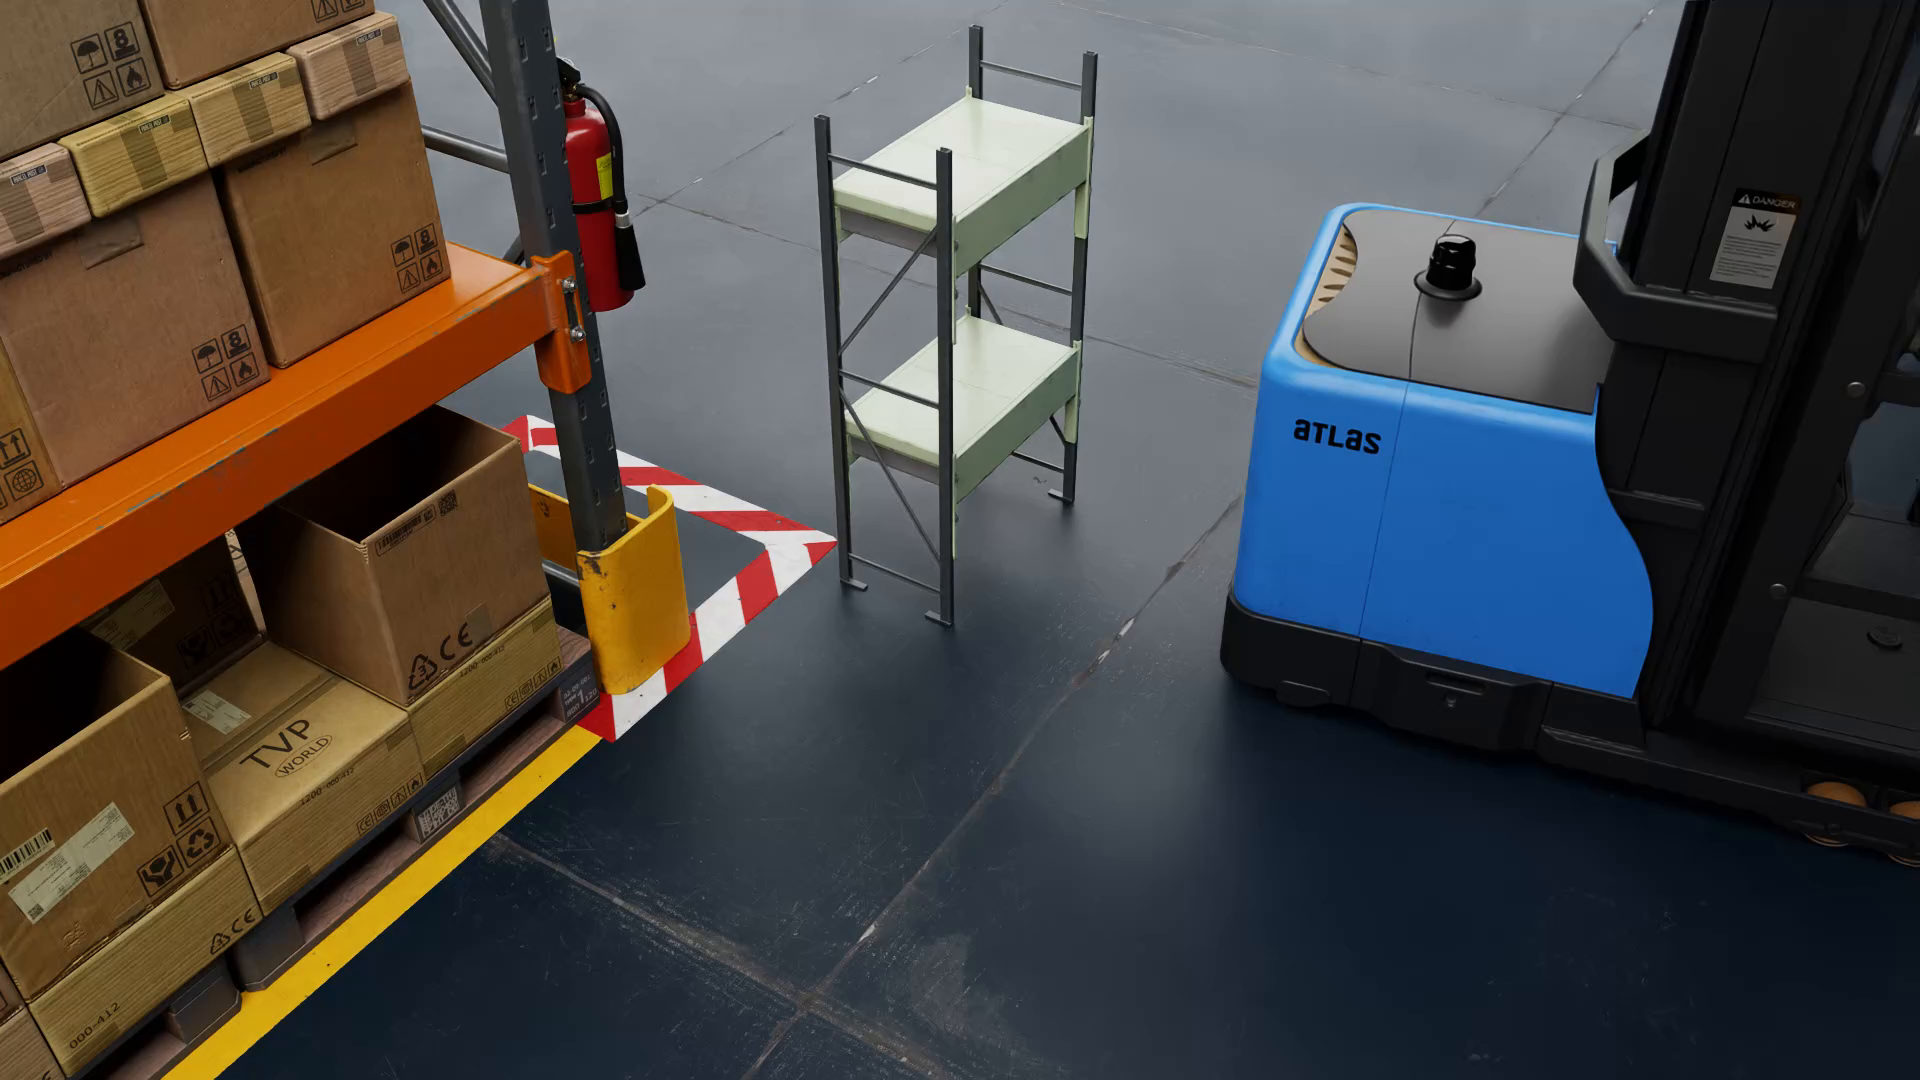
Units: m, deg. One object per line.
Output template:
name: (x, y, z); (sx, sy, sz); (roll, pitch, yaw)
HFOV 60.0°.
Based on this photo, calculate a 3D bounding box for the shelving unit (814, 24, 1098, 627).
shelving unit: (0.004, -0.597, 4.797); (0.431, 1.500, 0.755); (21, 42, 25)

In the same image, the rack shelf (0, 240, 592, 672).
rack shelf: (-2.435, 0.313, 2.976); (1.077, 0.370, 4.000); (21, 42, 25)

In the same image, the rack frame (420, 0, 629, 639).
rack frame: (-1.363, -1.003, 4.094); (1.000, 3.000, 0.127); (21, 42, 25)

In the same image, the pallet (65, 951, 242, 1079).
pallet: (-2.392, 1.136, 3.604); (1.003, 0.211, 1.213); (21, 42, 25)

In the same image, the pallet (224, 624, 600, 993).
pallet: (-1.737, 0.509, 4.416); (1.003, 0.211, 1.213); (21, 42, 25)

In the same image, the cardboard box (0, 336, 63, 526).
cardboard box: (-2.172, -0.280, 3.074); (0.700, 0.500, 0.500); (21, 43, 25)

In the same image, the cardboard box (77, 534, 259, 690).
cardboard box: (-2.104, 0.085, 3.977); (0.500, 0.500, 0.500); (21, 42, 25)

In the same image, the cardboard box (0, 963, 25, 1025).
cardboard box: (-2.191, 0.774, 3.083); (0.500, 0.500, 0.500); (21, 42, 25)

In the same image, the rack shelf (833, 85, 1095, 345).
rack shelf: (0.004, -0.907, 4.558); (0.431, 0.370, 0.720); (21, 42, 25)

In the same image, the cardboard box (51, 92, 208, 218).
cardboard box: (-1.683, -0.773, 3.183); (0.380, 0.149, 0.250); (21, 42, 24)

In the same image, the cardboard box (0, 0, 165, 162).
cardboard box: (-1.929, -1.020, 2.971); (0.700, 0.500, 0.500); (20, 42, 24)

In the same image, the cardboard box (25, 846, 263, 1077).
cardboard box: (-1.925, 0.813, 3.647); (0.500, 0.250, 0.500); (21, 42, 25)

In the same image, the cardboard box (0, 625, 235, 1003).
cardboard box: (-1.922, 0.517, 3.417); (0.500, 0.500, 0.500); (21, 42, 25)

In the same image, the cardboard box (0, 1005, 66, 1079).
cardboard box: (-2.194, 1.070, 3.313); (0.500, 0.250, 0.500); (21, 42, 25)

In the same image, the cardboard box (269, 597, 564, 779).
cardboard box: (-1.401, 0.293, 4.321); (0.500, 0.250, 0.500); (21, 42, 25)

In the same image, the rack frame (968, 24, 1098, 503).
rack frame: (0.200, -0.786, 5.041); (0.400, 1.500, 0.023); (21, 42, 25)

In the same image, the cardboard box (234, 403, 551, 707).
cardboard box: (-1.399, -0.004, 4.092); (0.500, 0.500, 0.500); (21, 42, 25)

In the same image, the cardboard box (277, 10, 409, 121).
cardboard box: (-1.407, -1.040, 3.529); (0.380, 0.149, 0.250); (20, 42, 24)

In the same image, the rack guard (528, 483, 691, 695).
rack guard: (-1.350, -0.025, 4.873); (1.175, 0.500, 0.348); (21, 42, 25)

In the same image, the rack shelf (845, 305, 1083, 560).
rack shelf: (0.004, -0.339, 4.996); (0.431, 0.370, 0.720); (21, 42, 25)

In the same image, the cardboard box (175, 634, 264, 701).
cardboard box: (-2.103, 0.382, 4.205); (0.500, 0.250, 0.500); (21, 42, 25)

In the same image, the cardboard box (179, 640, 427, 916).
cardboard box: (-1.659, 0.554, 3.982); (0.500, 0.250, 0.500); (21, 42, 25)

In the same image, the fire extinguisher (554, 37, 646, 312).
fire extinguisher: (-0.907, -0.881, 4.000); (0.296, 0.674, 0.183); (21, 42, 25)

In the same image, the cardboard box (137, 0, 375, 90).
cardboard box: (-1.652, -1.293, 3.325); (0.700, 0.500, 0.500); (21, 42, 25)

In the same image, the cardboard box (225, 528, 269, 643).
cardboard box: (-1.838, 0.123, 4.541); (0.500, 0.250, 0.500); (21, 42, 25)

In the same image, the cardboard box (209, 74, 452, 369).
cardboard box: (-1.624, -0.806, 3.757); (0.700, 0.500, 0.500); (21, 42, 25)

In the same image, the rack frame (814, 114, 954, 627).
rack frame: (-0.193, -0.409, 4.552); (0.400, 1.500, 0.023); (21, 42, 25)

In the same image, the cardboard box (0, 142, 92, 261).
cardboard box: (-1.819, -0.644, 3.015); (0.380, 0.149, 0.250); (22, 43, 26)

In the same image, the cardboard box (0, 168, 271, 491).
cardboard box: (-1.901, -0.534, 3.404); (0.700, 0.500, 0.500); (22, 43, 26)

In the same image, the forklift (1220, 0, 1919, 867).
forklift: (2.306, -0.708, 3.767); (3.031, 2.935, 1.130); (13, 39, 16)

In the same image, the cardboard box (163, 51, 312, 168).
cardboard box: (-1.546, -0.905, 3.354); (0.380, 0.149, 0.250); (22, 43, 26)
